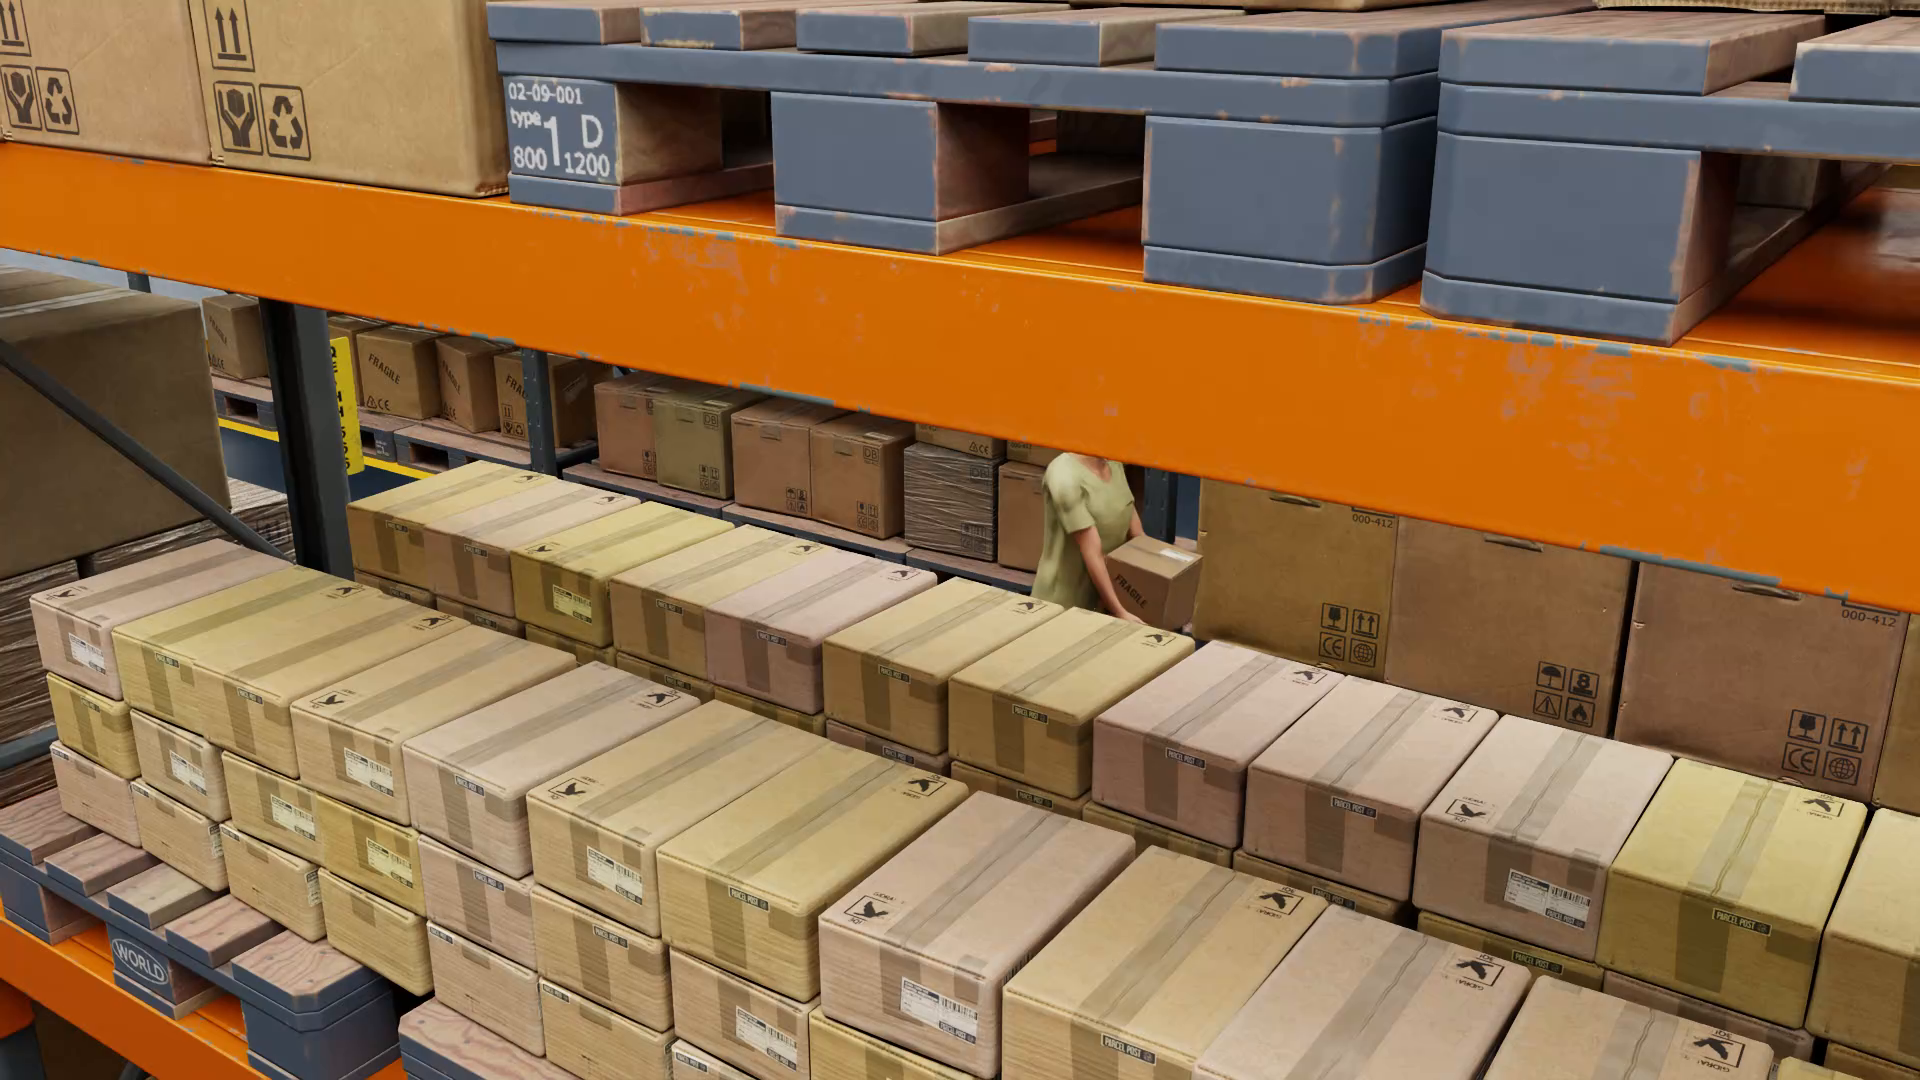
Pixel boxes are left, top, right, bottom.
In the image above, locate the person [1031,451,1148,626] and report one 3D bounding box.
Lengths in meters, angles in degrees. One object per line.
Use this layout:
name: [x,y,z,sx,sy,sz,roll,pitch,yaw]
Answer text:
person: [0.515,0.256,5.887,0.504,1.668,0.407,13,23,31]
